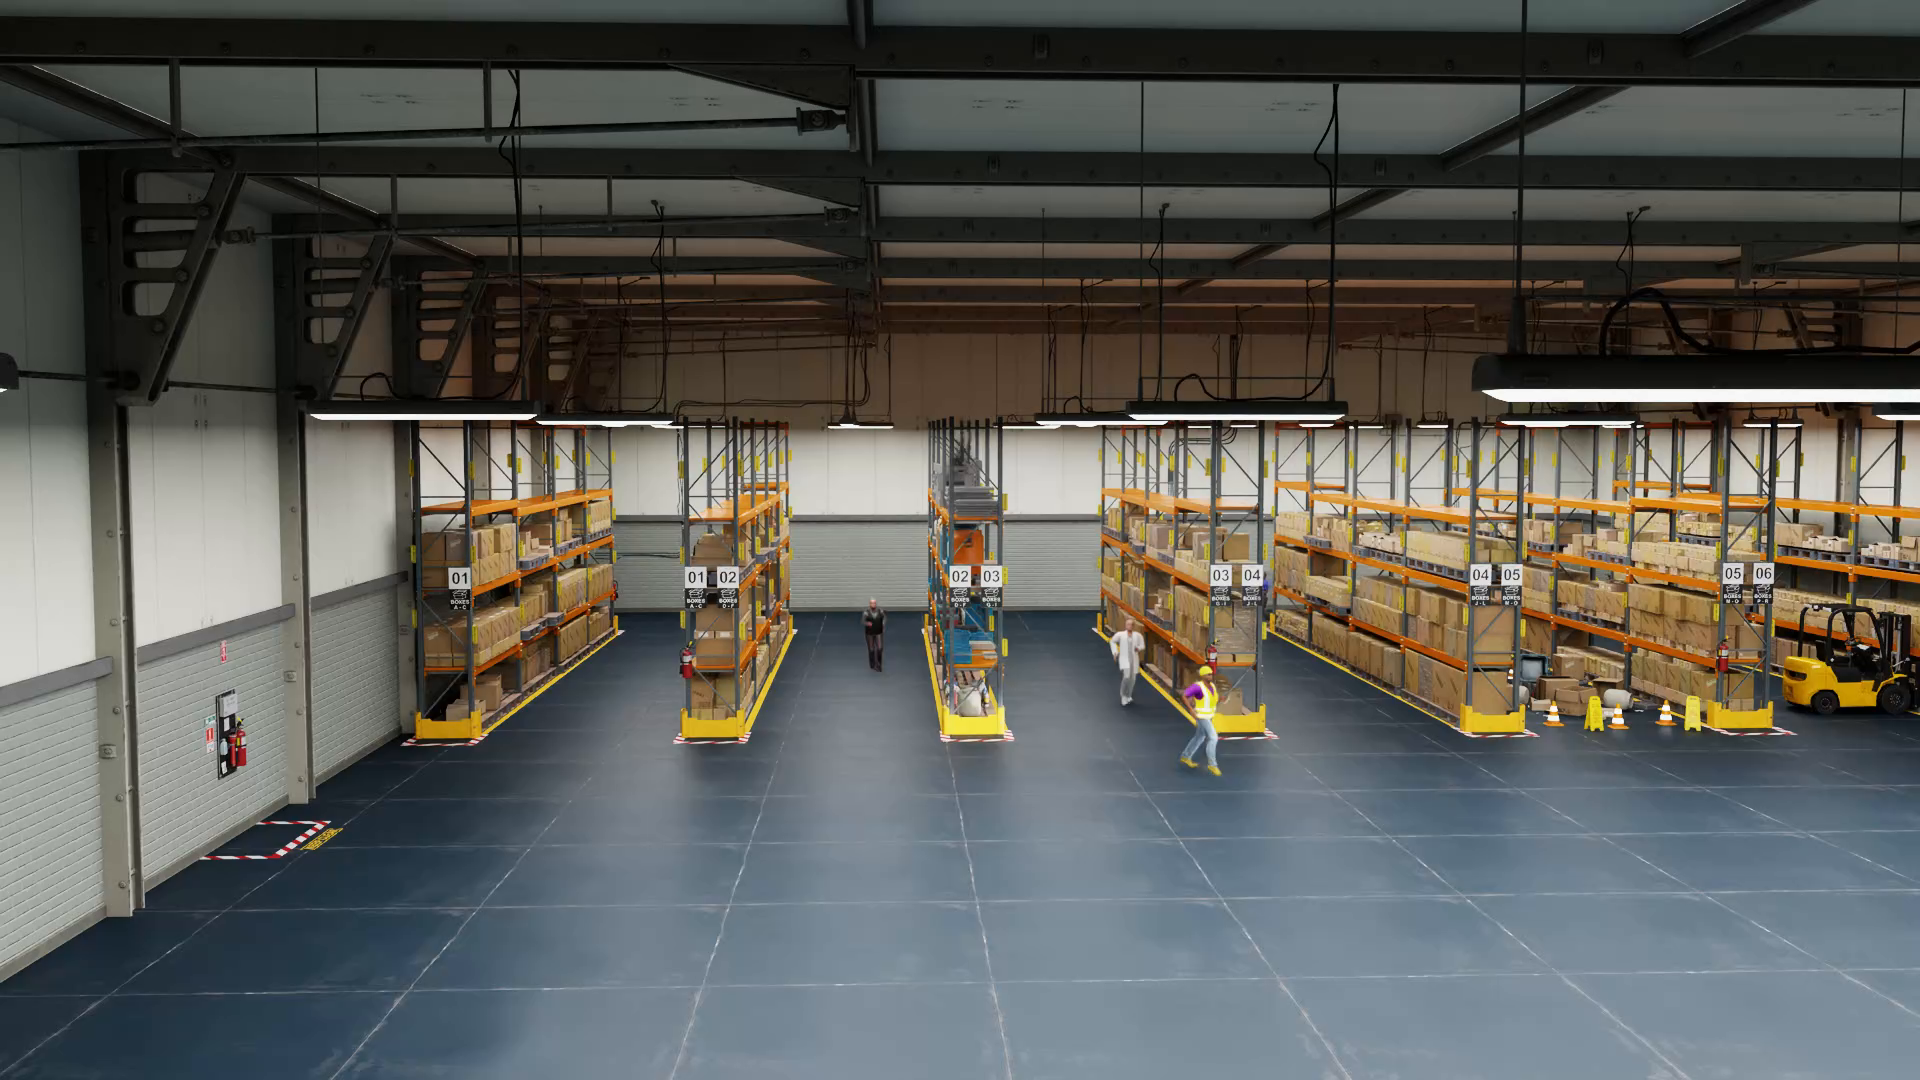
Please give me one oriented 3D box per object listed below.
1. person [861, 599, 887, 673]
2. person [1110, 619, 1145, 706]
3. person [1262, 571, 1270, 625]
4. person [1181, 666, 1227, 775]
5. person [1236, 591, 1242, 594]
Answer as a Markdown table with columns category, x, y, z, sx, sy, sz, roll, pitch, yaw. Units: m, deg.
| category | x | y | z | sx | sy | sz | roll | pitch | yaw |
| --- | --- | --- | --- | --- | --- | --- | --- | --- | --- |
| person | -2.046 | 2.290 | 39.645 | 0.635 | 1.770 | 0.756 | 0 | 4 | -8 |
| person | 3.540 | 2.567 | 34.856 | 0.673 | 1.800 | 0.773 | -1 | 4 | -10 |
| person | 8.863 | 1.744 | 48.623 | 0.803 | 1.665 | 0.594 | -2 | 4 | -25 |
| person | 4.101 | 3.021 | 27.993 | 0.806 | 1.828 | 0.666 | 2 | 4 | 32 |
| person | 7.740 | 1.841 | 46.196 | 0.693 | 1.775 | 0.674 | 0 | 4 | -1 |
